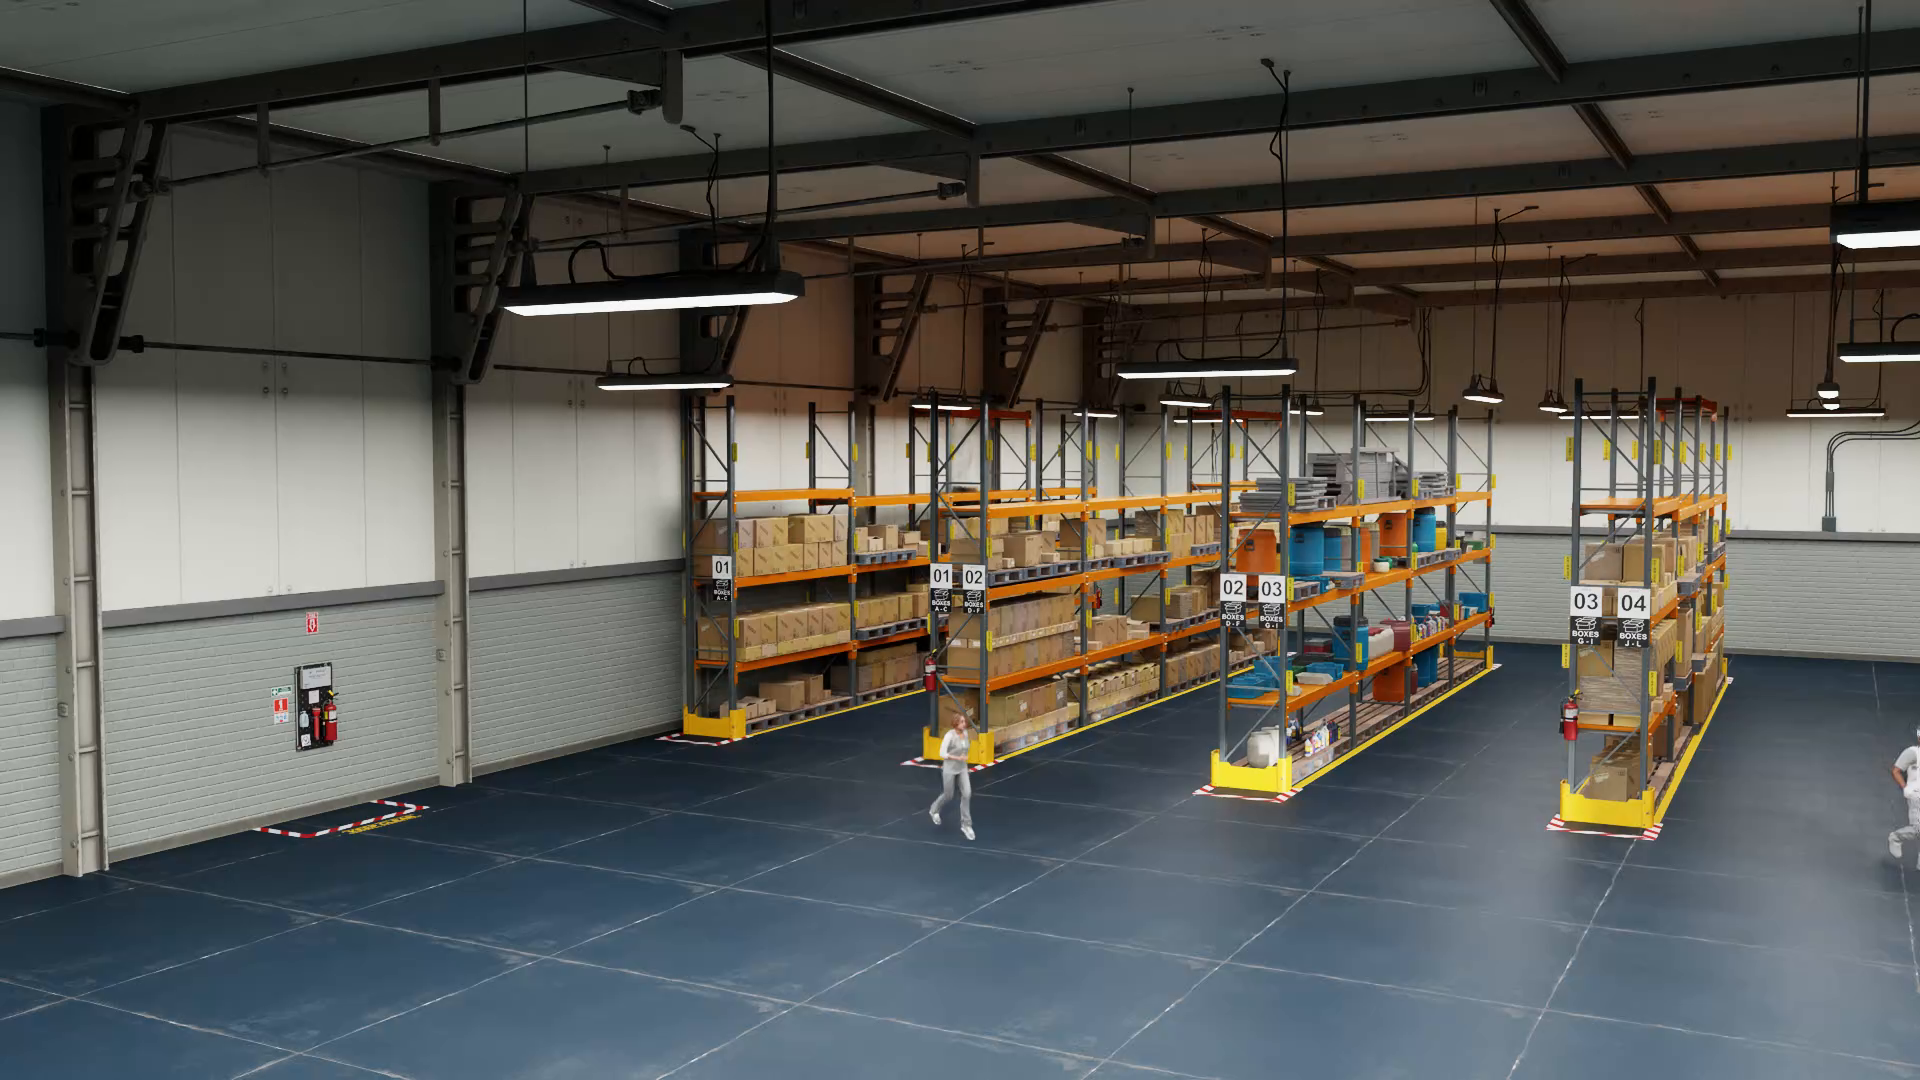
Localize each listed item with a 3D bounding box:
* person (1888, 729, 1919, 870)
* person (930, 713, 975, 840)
[{"bbox_3d":[11.545,3.084,19.957,0.718,1.753,0.728,-1,3,-11],"label":"person"},{"bbox_3d":[-0.082,3.057,21.797,0.562,1.612,0.880,-3,4,-41],"label":"person"}]
